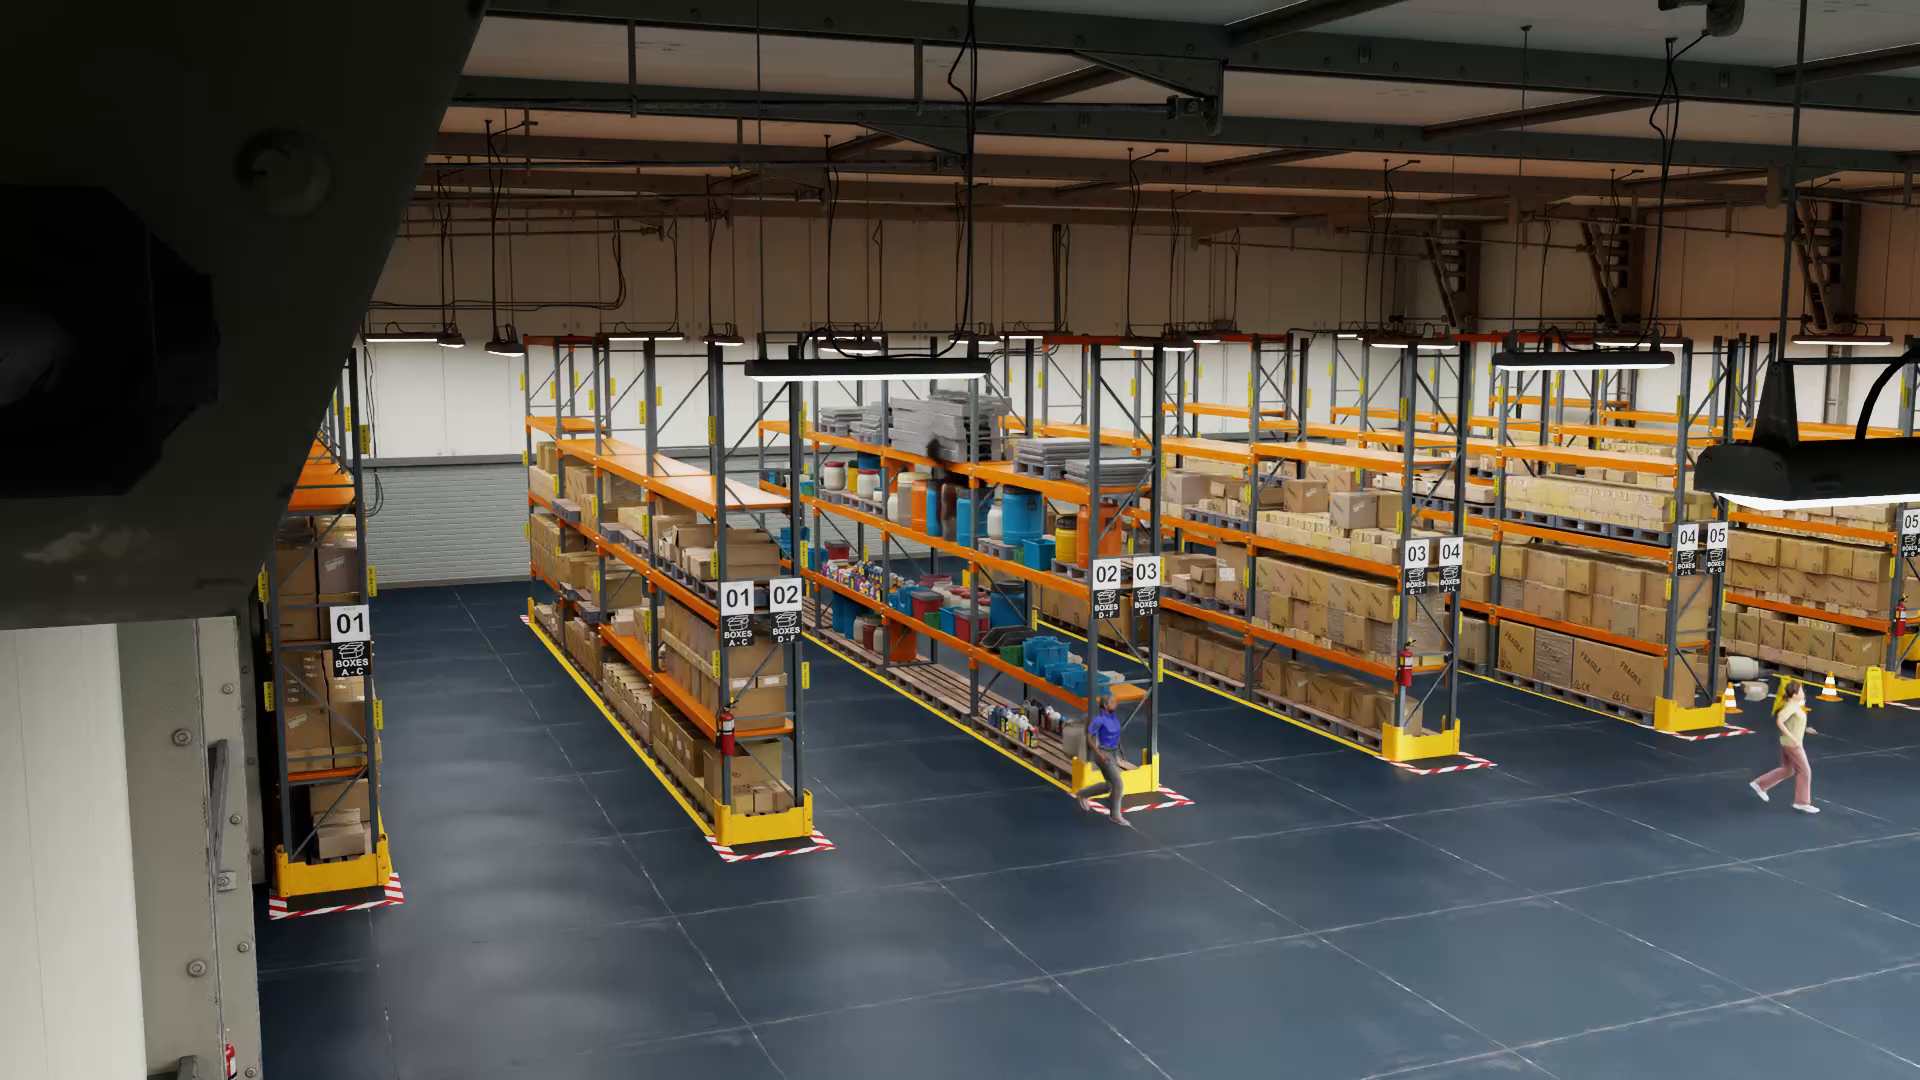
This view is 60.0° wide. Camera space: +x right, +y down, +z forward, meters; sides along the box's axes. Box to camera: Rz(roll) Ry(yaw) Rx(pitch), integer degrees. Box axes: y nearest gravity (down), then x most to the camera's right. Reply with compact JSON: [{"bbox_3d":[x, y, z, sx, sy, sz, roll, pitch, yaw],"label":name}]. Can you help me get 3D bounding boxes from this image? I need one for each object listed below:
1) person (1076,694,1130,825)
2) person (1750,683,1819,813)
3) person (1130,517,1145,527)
[{"bbox_3d":[1.837,2.757,21.044,0.746,1.643,0.595,4,9,29],"label":"person"},{"bbox_3d":[10.695,2.669,21.482,0.822,1.654,0.591,3,8,22],"label":"person"},{"bbox_3d":[4.245,0.047,41.416,0.730,1.590,0.918,-4,9,-29],"label":"person"}]
